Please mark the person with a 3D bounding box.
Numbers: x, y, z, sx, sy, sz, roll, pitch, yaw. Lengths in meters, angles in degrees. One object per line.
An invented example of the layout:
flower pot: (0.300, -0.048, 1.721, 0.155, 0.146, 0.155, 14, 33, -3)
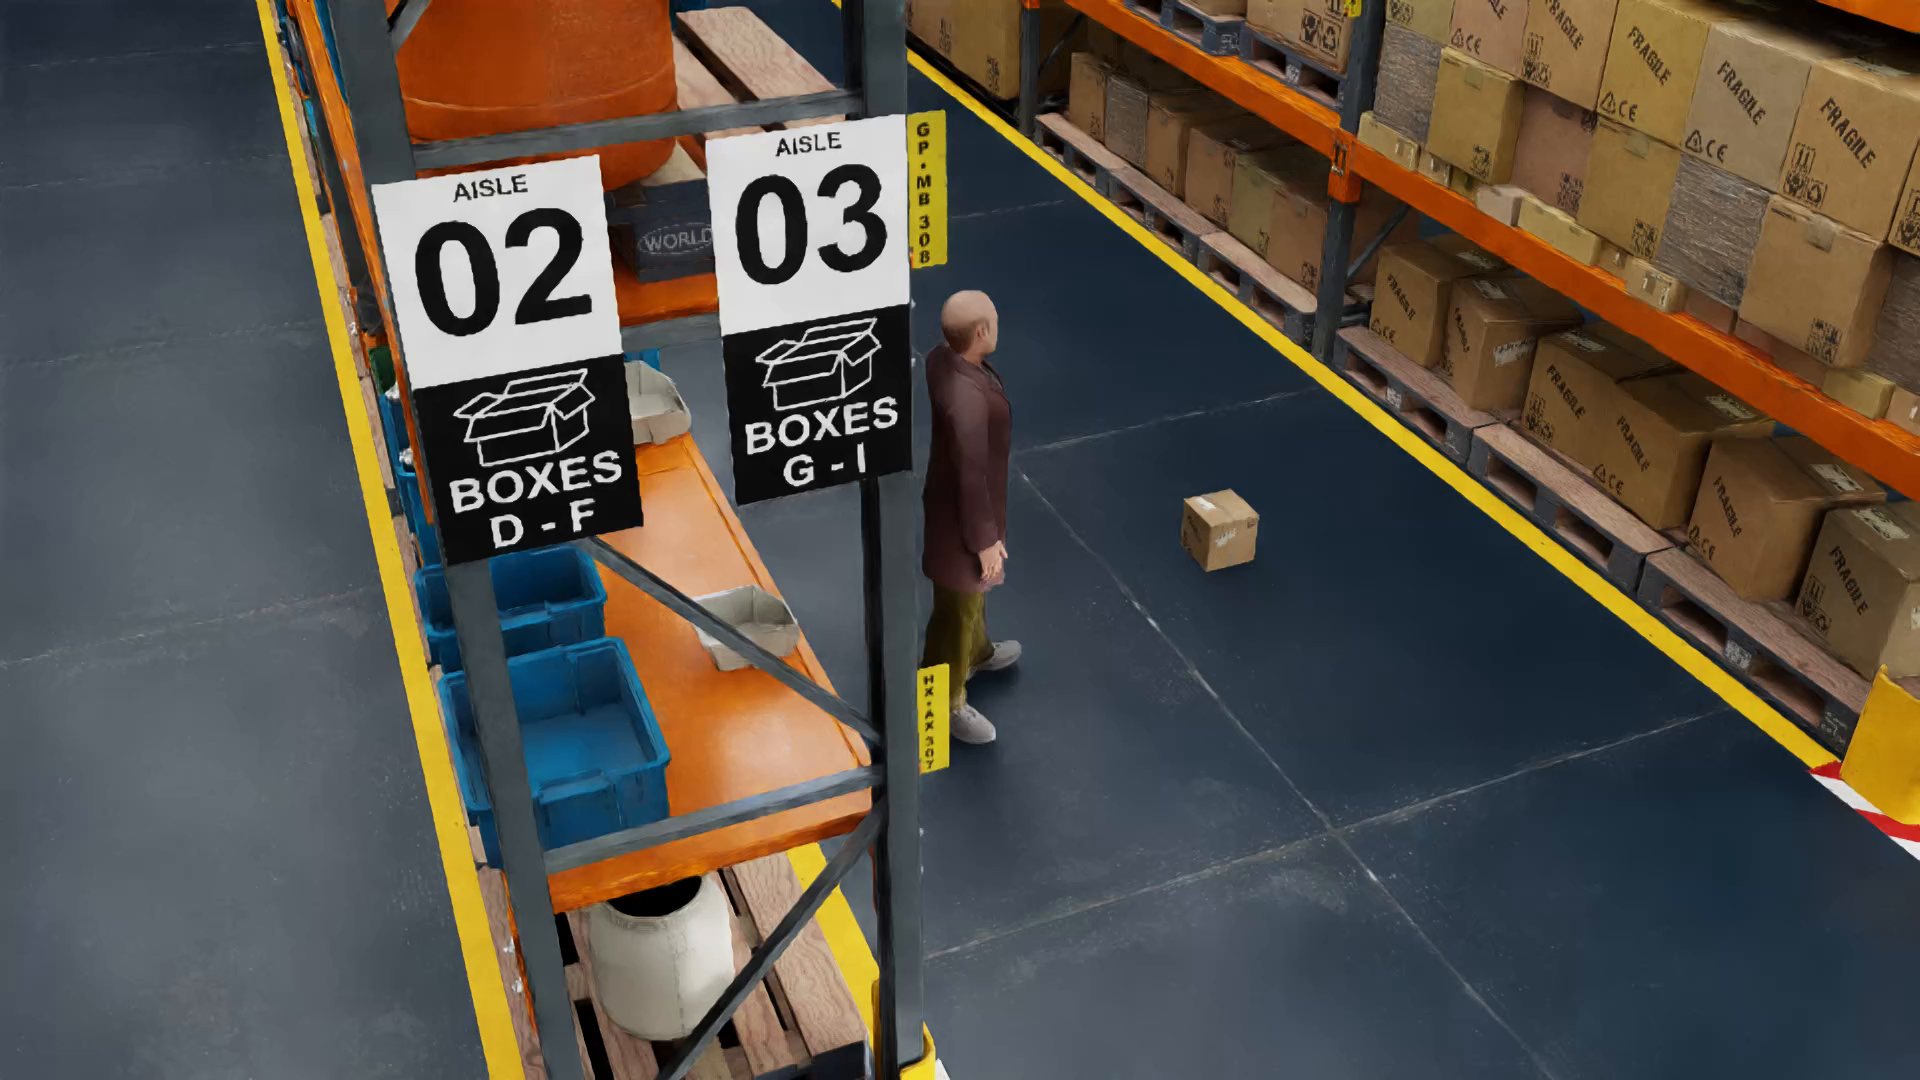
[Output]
person: (0.047, -0.116, 6.280, 0.466, 1.783, 0.660, -3, 33, -4)
